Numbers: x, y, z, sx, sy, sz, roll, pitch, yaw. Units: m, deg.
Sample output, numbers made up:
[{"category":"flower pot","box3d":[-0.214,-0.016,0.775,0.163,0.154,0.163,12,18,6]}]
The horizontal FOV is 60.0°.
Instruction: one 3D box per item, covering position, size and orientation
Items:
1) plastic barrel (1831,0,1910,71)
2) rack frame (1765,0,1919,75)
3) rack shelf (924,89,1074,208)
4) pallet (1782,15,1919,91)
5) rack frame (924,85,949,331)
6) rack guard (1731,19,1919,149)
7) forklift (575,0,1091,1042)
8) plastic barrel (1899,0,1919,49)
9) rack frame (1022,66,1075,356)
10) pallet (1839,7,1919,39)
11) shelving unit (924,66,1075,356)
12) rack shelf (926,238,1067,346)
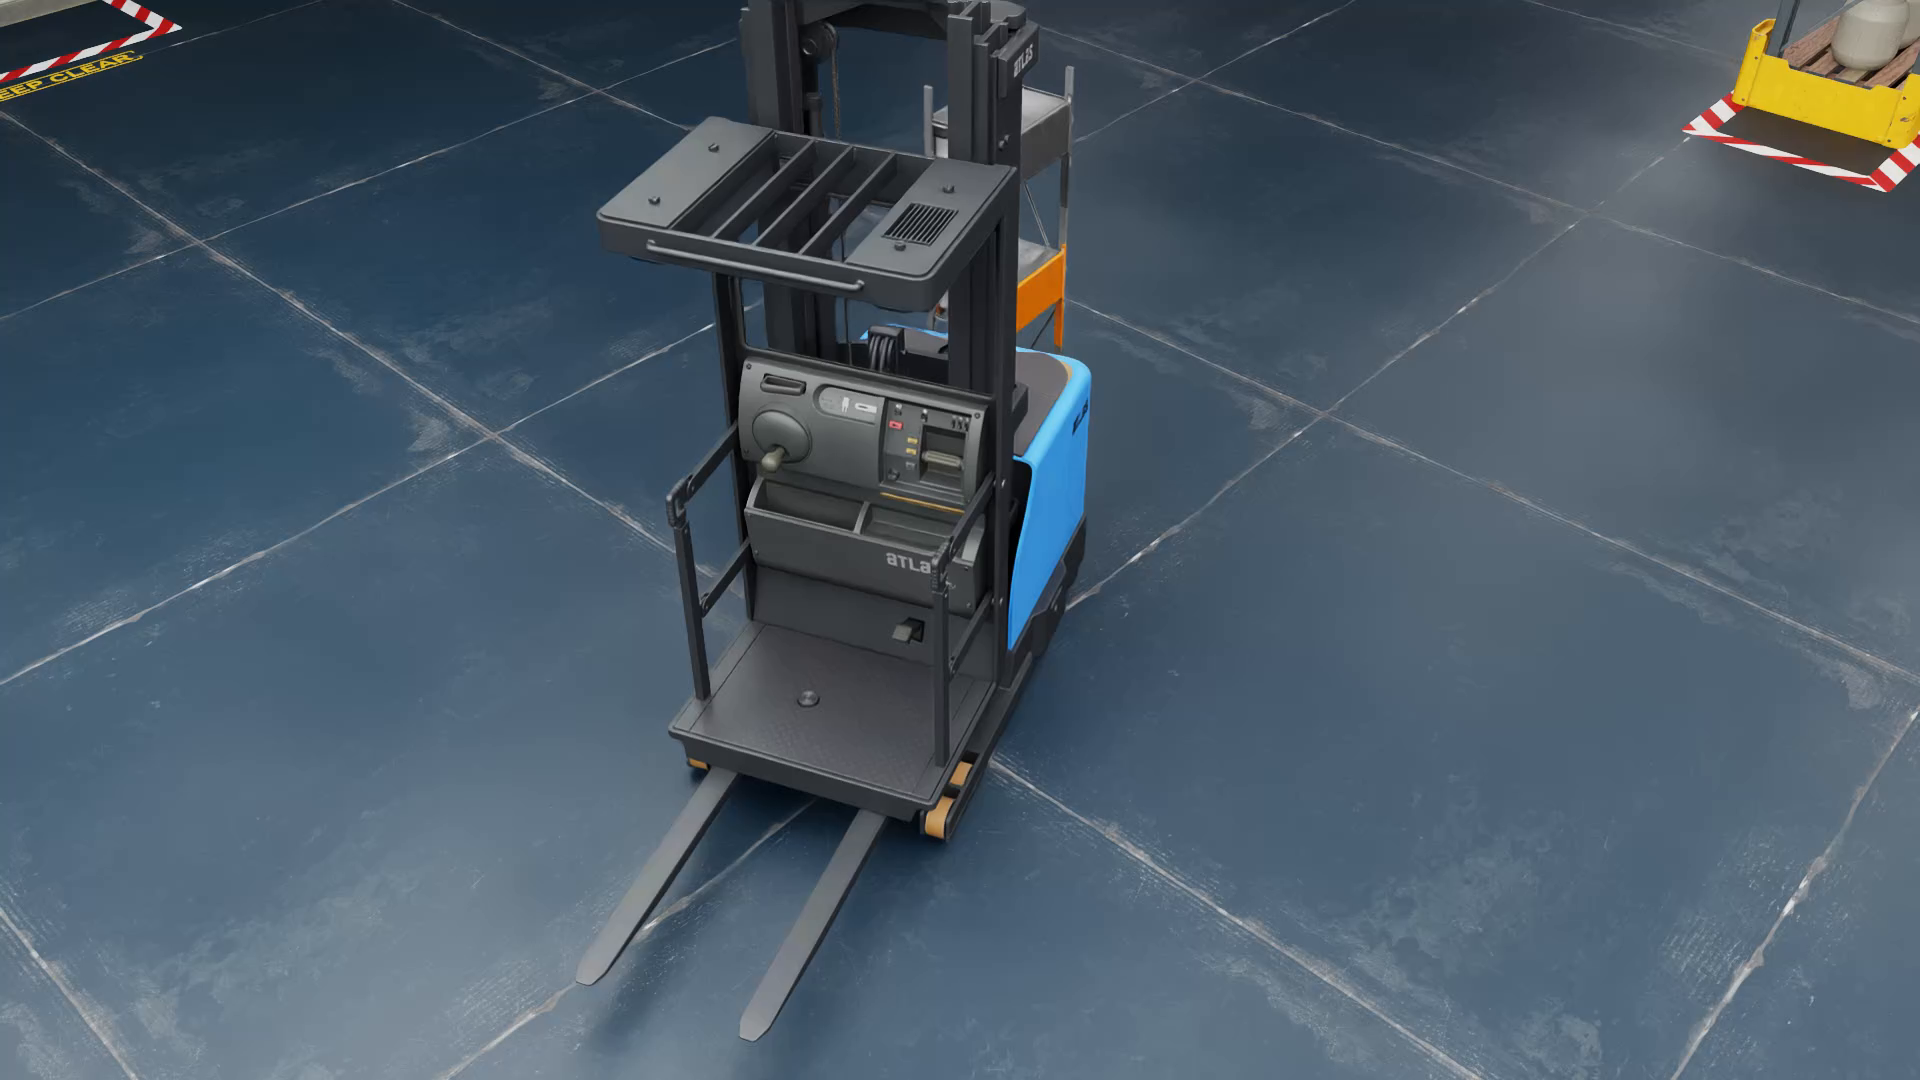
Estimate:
[{"category":"plastic barrel","box3d":[6.277,-3.539,11.452,0.421,0.512,0.421,0,38,0]},{"category":"rack frame","box3d":[5.889,-4.014,10.388,1.000,3.000,0.127,30,47,32]},{"category":"rack shelf","box3d":[0.163,-1.590,6.960,0.431,0.518,0.480,23,44,26]},{"category":"pallet","box3d":[6.458,-3.349,11.791,1.003,0.211,1.213,30,47,32]},{"category":"rack frame","box3d":[0.024,-0.928,7.230,0.400,2.100,0.015,23,44,26]},{"category":"rack guard","box3d":[5.906,-3.091,11.235,1.175,0.500,0.348,30,47,32]},{"category":"forklift","box3d":[-0.434,-0.309,5.784,1.130,2.935,3.031,13,40,16]},{"category":"plastic barrel","box3d":[6.615,-3.770,11.742,0.421,0.512,0.421,0,38,0]},{"category":"rack frame","box3d":[0.301,-1.178,7.545,0.400,2.100,0.015,23,44,26]},{"category":"pallet","box3d":[7.281,-3.906,12.493,1.003,0.211,1.213,30,47,32]},{"category":"shelving unit","box3d":[0.163,-1.053,7.387,0.431,2.100,0.503,23,44,26]},{"category":"rack shelf","box3d":[0.163,-1.042,7.396,0.431,0.518,0.480,23,44,26]}]
